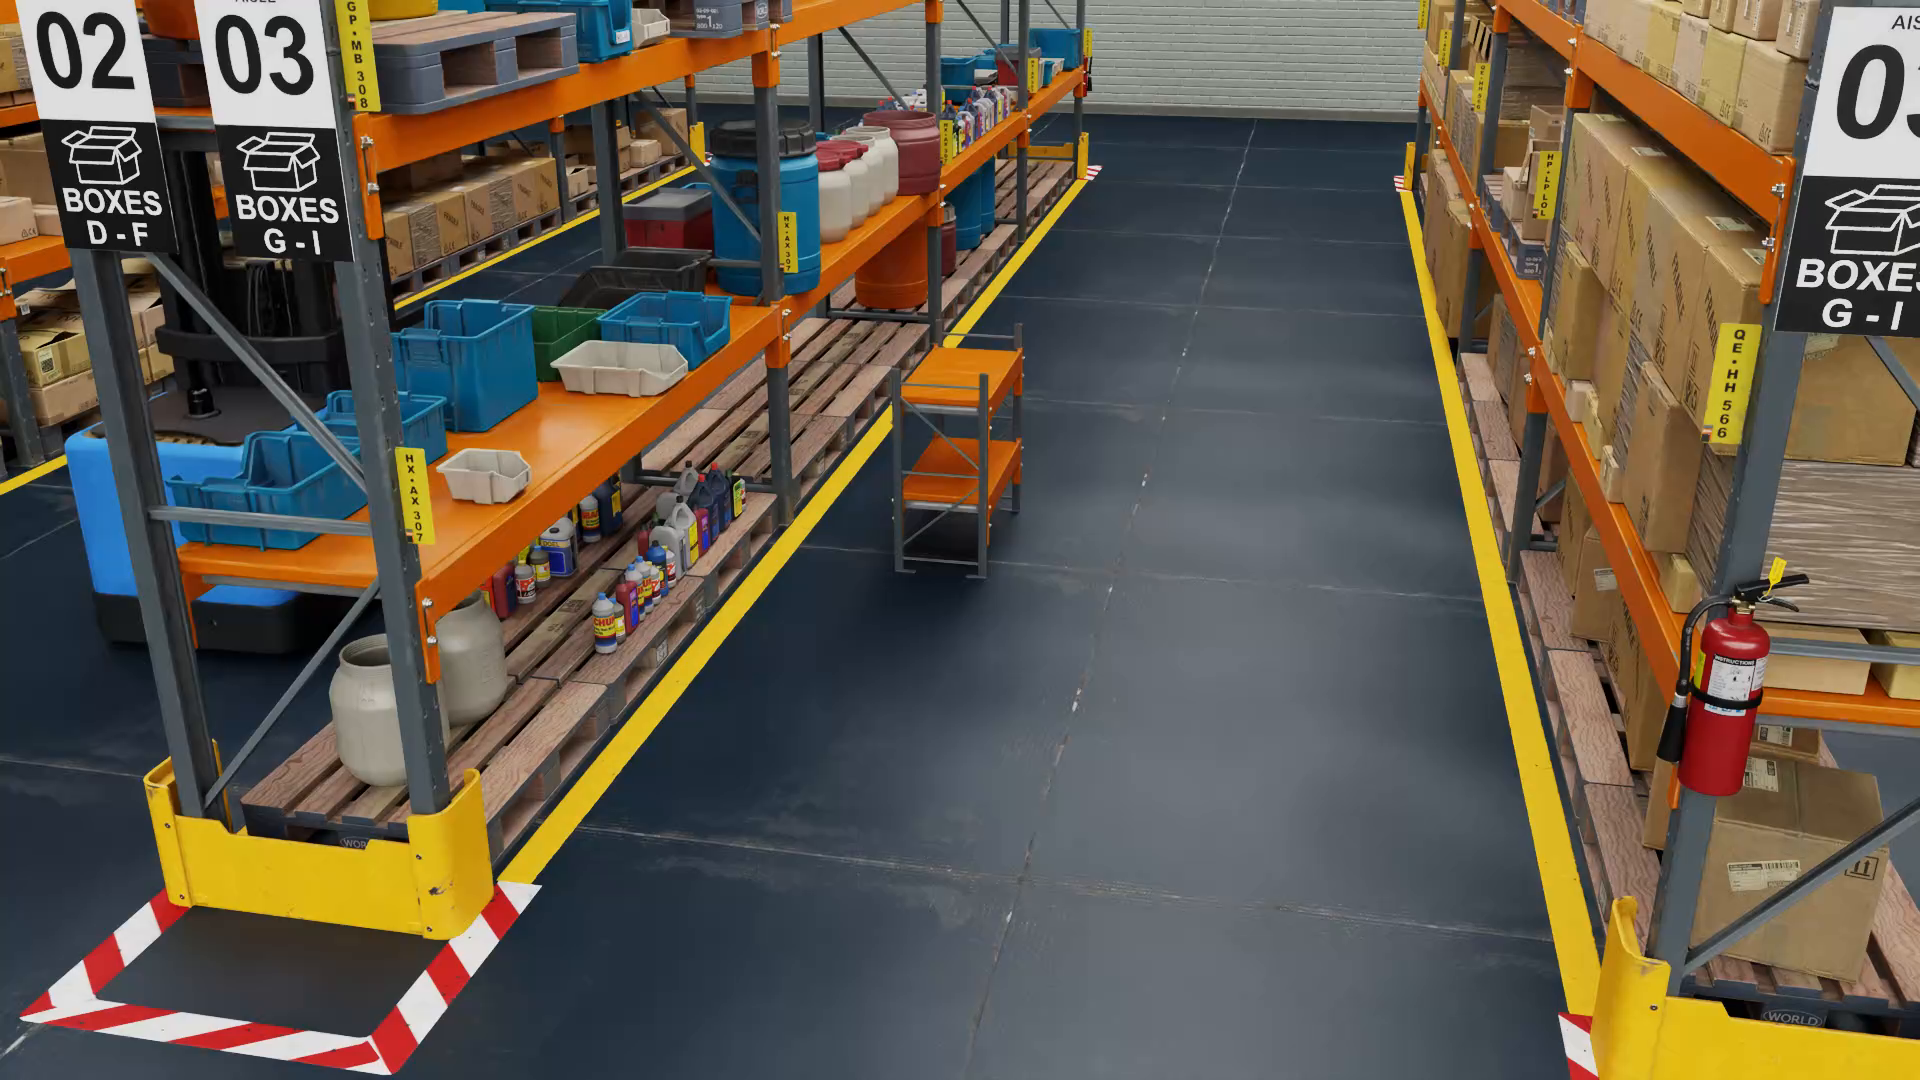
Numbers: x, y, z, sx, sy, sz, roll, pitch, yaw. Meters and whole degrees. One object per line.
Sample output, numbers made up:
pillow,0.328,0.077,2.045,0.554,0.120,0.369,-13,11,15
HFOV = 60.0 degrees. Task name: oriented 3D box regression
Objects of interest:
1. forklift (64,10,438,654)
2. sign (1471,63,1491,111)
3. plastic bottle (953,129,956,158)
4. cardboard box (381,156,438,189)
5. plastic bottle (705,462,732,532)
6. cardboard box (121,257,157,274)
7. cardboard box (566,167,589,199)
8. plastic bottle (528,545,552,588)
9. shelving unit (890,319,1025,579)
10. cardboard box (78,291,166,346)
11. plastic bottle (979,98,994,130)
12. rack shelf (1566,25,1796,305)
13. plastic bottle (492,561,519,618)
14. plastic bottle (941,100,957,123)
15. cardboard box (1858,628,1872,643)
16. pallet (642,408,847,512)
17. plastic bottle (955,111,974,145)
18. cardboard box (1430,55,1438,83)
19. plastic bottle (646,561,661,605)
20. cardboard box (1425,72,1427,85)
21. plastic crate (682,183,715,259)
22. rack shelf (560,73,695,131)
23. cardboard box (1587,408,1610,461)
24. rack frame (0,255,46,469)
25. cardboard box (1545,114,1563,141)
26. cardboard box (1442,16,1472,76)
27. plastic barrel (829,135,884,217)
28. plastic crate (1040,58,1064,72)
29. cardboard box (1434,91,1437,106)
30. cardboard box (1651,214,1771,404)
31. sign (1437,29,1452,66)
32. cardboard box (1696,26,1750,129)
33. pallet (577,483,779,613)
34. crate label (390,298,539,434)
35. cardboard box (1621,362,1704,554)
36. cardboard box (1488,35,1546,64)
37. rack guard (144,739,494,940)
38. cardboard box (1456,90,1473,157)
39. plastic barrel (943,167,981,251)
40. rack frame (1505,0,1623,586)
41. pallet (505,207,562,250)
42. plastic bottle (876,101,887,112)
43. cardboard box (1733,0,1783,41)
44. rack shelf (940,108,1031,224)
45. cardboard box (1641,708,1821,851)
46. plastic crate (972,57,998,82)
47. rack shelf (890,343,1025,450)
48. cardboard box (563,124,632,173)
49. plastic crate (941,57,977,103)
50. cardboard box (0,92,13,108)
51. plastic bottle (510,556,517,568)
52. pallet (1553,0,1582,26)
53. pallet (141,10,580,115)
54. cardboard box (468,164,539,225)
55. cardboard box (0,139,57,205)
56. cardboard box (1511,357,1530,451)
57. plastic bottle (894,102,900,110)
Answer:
forklift,-3.386,-1.340,8.758,1.130,2.935,3.031,4,22,10
sign,3.660,-3.181,11.686,0.100,0.325,0.005,4,22,11
plastic bottle,-0.074,-3.274,13.624,0.061,0.283,0.133,4,22,11
cardboard box,-5.320,-3.507,15.799,0.500,0.250,0.500,4,22,10
plastic bottle,-1.311,-0.235,8.879,0.144,0.351,0.185,4,22,9
cardboard box,-6.093,-1.990,12.648,0.500,0.311,0.500,4,22,9
cardboard box,-4.380,-3.916,18.071,0.500,0.311,0.500,4,22,11
plastic bottle,-2.068,0.126,8.182,0.097,0.201,0.097,0,22,0
shelving unit,0.001,-0.524,9.150,0.538,1.125,1.048,4,22,11
cardboard box,-5.770,-1.580,11.629,0.500,0.311,0.500,4,22,9
plastic bottle,0.230,-3.899,15.184,0.152,0.276,0.135,4,22,11
rack shelf,2.979,-1.466,5.926,1.077,0.370,4.000,4,22,11
plastic bottle,-2.149,0.214,7.853,0.061,0.283,0.133,4,22,11
plastic bottle,-0.097,-3.618,14.389,0.144,0.351,0.185,4,22,11
cardboard box,2.933,0.264,5.020,0.380,0.149,0.250,4,22,11
pallet,-1.339,-0.514,10.347,1.003,0.211,1.213,4,22,11
plastic bottle,0.043,-3.563,14.352,0.152,0.276,0.135,4,22,11
cardboard box,5.167,-4.876,17.249,0.500,0.250,0.500,4,22,10
plastic bottle,-1.492,0.202,7.993,0.097,0.201,0.097,0,22,0
cardboard box,5.286,-5.024,18.149,0.380,0.149,0.250,4,22,10
plastic crate,-1.541,-1.937,10.169,0.392,0.384,0.575,4,22,11
rack shelf,-4.269,-5.220,19.262,1.077,0.370,4.000,4,22,11
cardboard box,2.756,-0.418,6.712,0.380,0.149,0.250,4,22,11
rack frame,-6.310,-1.896,10.046,1.000,3.000,0.127,4,22,11
cardboard box,4.117,-2.431,10.679,0.700,0.500,0.500,8,23,19
cardboard box,4.852,-4.670,15.733,0.500,0.500,0.500,5,22,12
plastic barrel,-0.732,-2.485,11.360,0.421,0.512,0.421,0,22,0
plastic crate,0.998,-5.499,19.266,0.396,0.136,0.243,4,22,11
cardboard box,4.919,-4.367,16.519,0.380,0.149,0.250,5,22,12
cardboard box,2.538,-0.728,5.276,0.500,0.500,0.500,4,22,11
sign,4.476,-4.545,15.360,0.100,0.325,0.005,4,22,11
cardboard box,2.520,-1.377,4.943,0.500,0.250,0.500,5,22,11
pallet,-1.639,0.019,9.024,1.003,0.211,1.213,4,22,11
crate label,-2.167,-0.764,7.189,0.502,0.435,0.616,4,22,11
cardboard box,2.695,-0.252,5.432,0.875,0.500,0.500,4,22,11
cardboard box,4.504,-3.618,12.846,0.797,0.503,0.637,5,22,12
rack guard,-2.308,1.074,6.018,1.175,0.500,0.348,4,22,11
cardboard box,4.377,-3.406,13.662,0.500,0.500,0.500,5,22,12
plastic barrel,-0.101,-3.208,15.550,0.600,0.901,0.708,4,22,11
rack frame,3.387,-1.140,8.168,1.000,3.000,0.127,4,22,11
pallet,-4.806,-3.228,17.086,1.003,0.211,1.213,4,22,11
plastic bottle,-0.674,-3.611,14.370,0.144,0.351,0.185,4,22,11
cardboard box,2.439,-1.503,4.723,0.380,0.149,0.250,3,22,9
rack shelf,-0.237,-3.378,14.688,1.077,0.370,4.000,4,22,11
cardboard box,2.803,0.840,6.037,0.500,0.500,0.500,11,24,25
plastic crate,0.285,-5.199,18.392,0.416,0.233,0.300,4,22,11
rack shelf,0.001,-0.796,9.040,0.538,0.278,1.000,4,22,11
cardboard box,-4.299,-4.555,19.402,0.797,0.503,0.637,4,22,11
plastic crate,-0.068,-4.660,16.850,0.392,0.384,0.575,4,22,11
cardboard box,-9.687,-4.388,16.543,0.380,0.149,0.250,5,23,13
plastic bottle,-2.225,0.159,8.000,0.152,0.276,0.135,4,22,9
pallet,3.618,-2.661,8.183,1.213,0.211,1.003,4,22,11
pallet,-2.013,-1.653,5.681,1.003,0.211,1.213,4,22,11
cardboard box,-4.607,-3.484,16.746,0.500,0.500,0.500,5,22,11
cardboard box,-6.030,-2.415,11.200,0.500,0.500,0.500,6,23,15
cardboard box,3.763,-0.785,10.044,0.700,0.500,0.500,3,22,6
plastic bottle,-0.583,-3.779,14.894,0.097,0.271,0.097,0,22,0
